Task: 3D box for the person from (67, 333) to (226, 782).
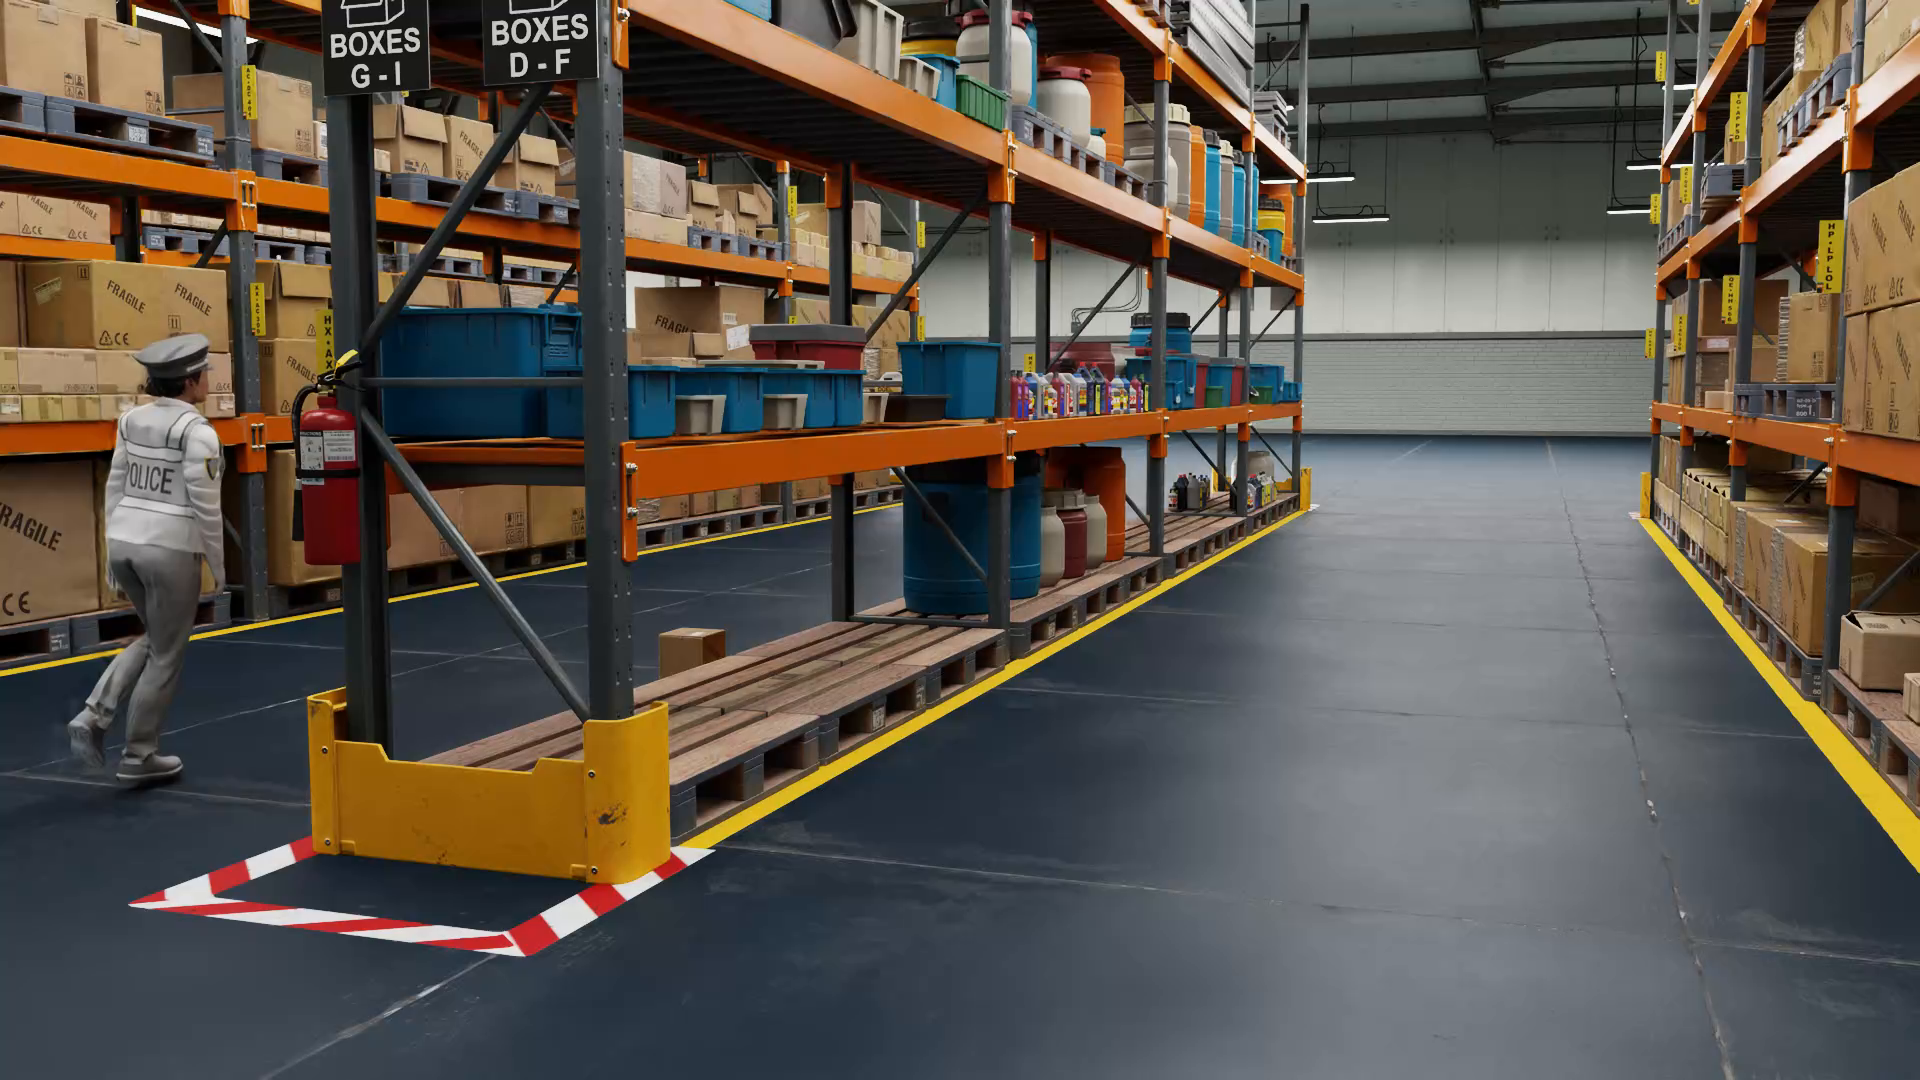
[{"bbox_3d":[-3.023,0.067,6.200,0.627,1.668,0.436,3,6,26],"label":"person"}]
